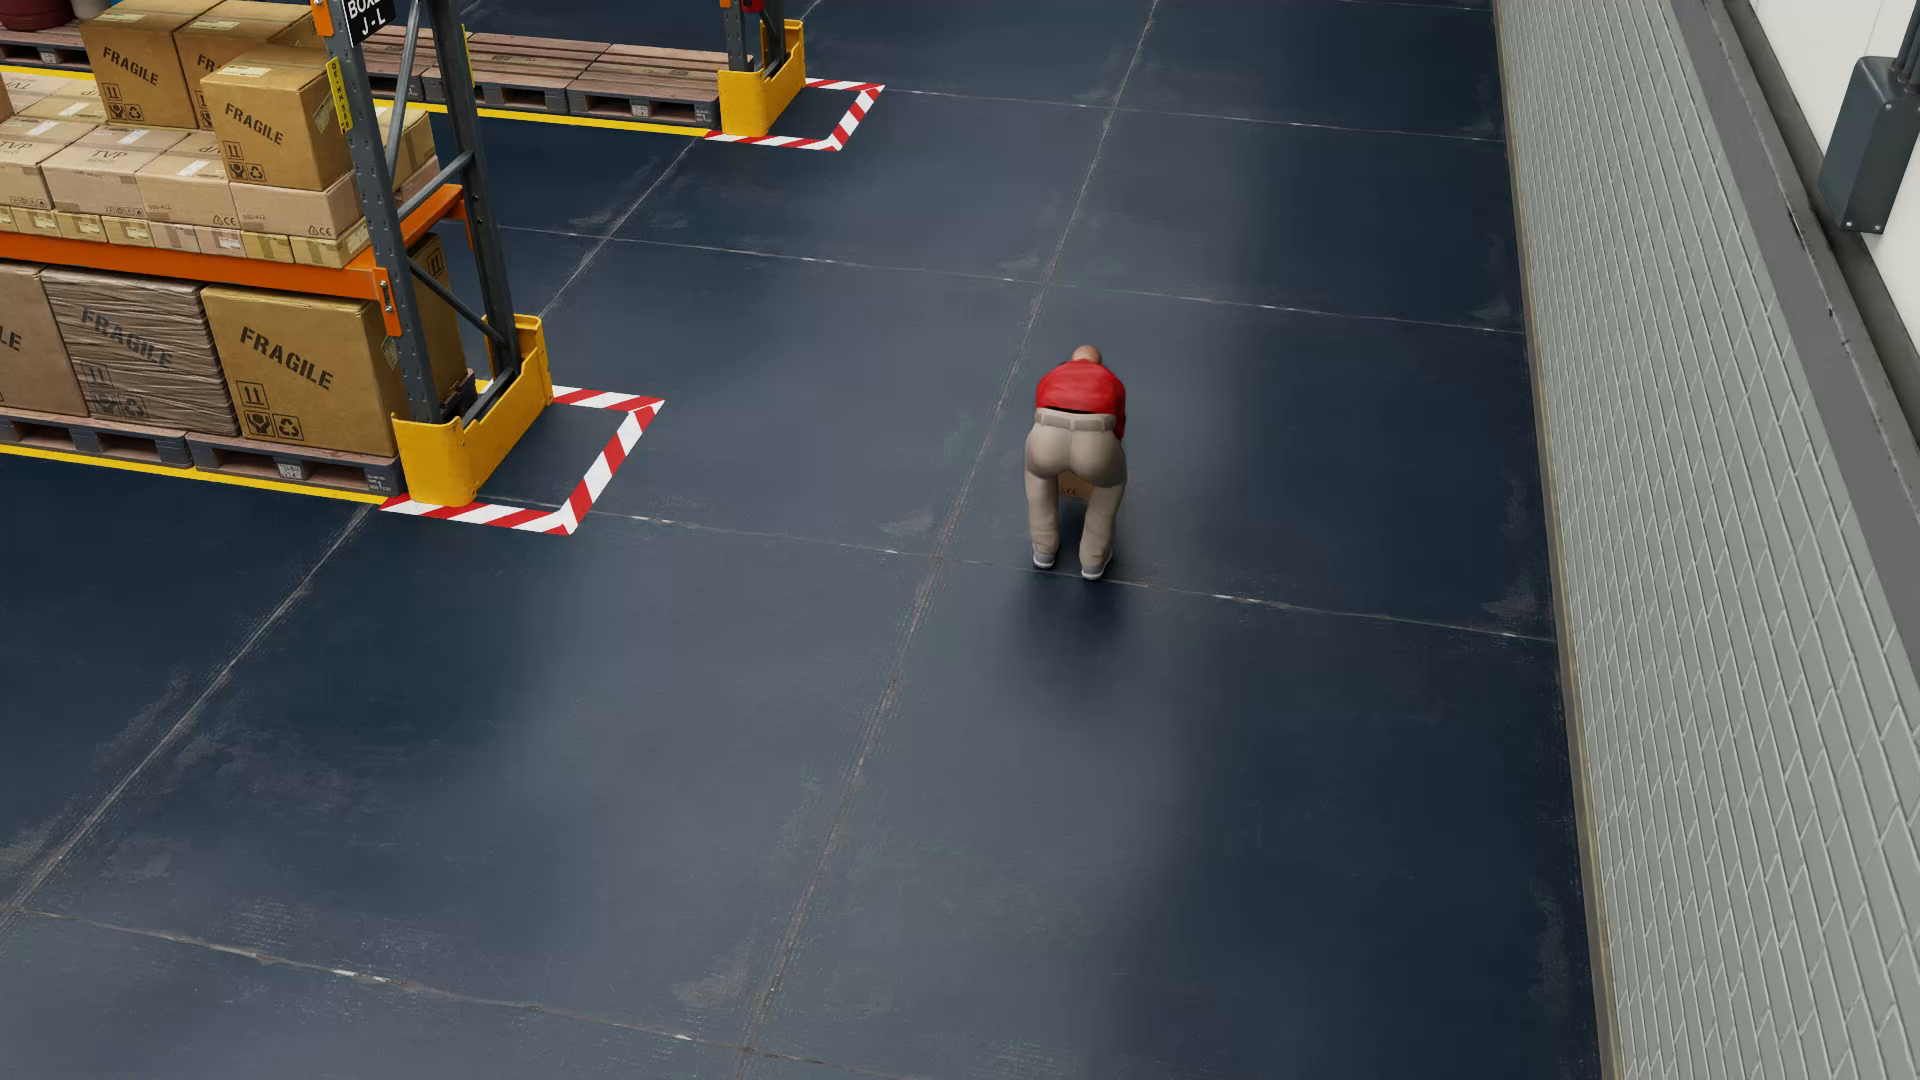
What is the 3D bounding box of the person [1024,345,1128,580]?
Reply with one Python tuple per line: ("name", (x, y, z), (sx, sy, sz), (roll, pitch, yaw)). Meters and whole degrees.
("person", (0.581, -0.416, 8.159), (0.509, 1.002, 0.960), (6, 37, 8))
